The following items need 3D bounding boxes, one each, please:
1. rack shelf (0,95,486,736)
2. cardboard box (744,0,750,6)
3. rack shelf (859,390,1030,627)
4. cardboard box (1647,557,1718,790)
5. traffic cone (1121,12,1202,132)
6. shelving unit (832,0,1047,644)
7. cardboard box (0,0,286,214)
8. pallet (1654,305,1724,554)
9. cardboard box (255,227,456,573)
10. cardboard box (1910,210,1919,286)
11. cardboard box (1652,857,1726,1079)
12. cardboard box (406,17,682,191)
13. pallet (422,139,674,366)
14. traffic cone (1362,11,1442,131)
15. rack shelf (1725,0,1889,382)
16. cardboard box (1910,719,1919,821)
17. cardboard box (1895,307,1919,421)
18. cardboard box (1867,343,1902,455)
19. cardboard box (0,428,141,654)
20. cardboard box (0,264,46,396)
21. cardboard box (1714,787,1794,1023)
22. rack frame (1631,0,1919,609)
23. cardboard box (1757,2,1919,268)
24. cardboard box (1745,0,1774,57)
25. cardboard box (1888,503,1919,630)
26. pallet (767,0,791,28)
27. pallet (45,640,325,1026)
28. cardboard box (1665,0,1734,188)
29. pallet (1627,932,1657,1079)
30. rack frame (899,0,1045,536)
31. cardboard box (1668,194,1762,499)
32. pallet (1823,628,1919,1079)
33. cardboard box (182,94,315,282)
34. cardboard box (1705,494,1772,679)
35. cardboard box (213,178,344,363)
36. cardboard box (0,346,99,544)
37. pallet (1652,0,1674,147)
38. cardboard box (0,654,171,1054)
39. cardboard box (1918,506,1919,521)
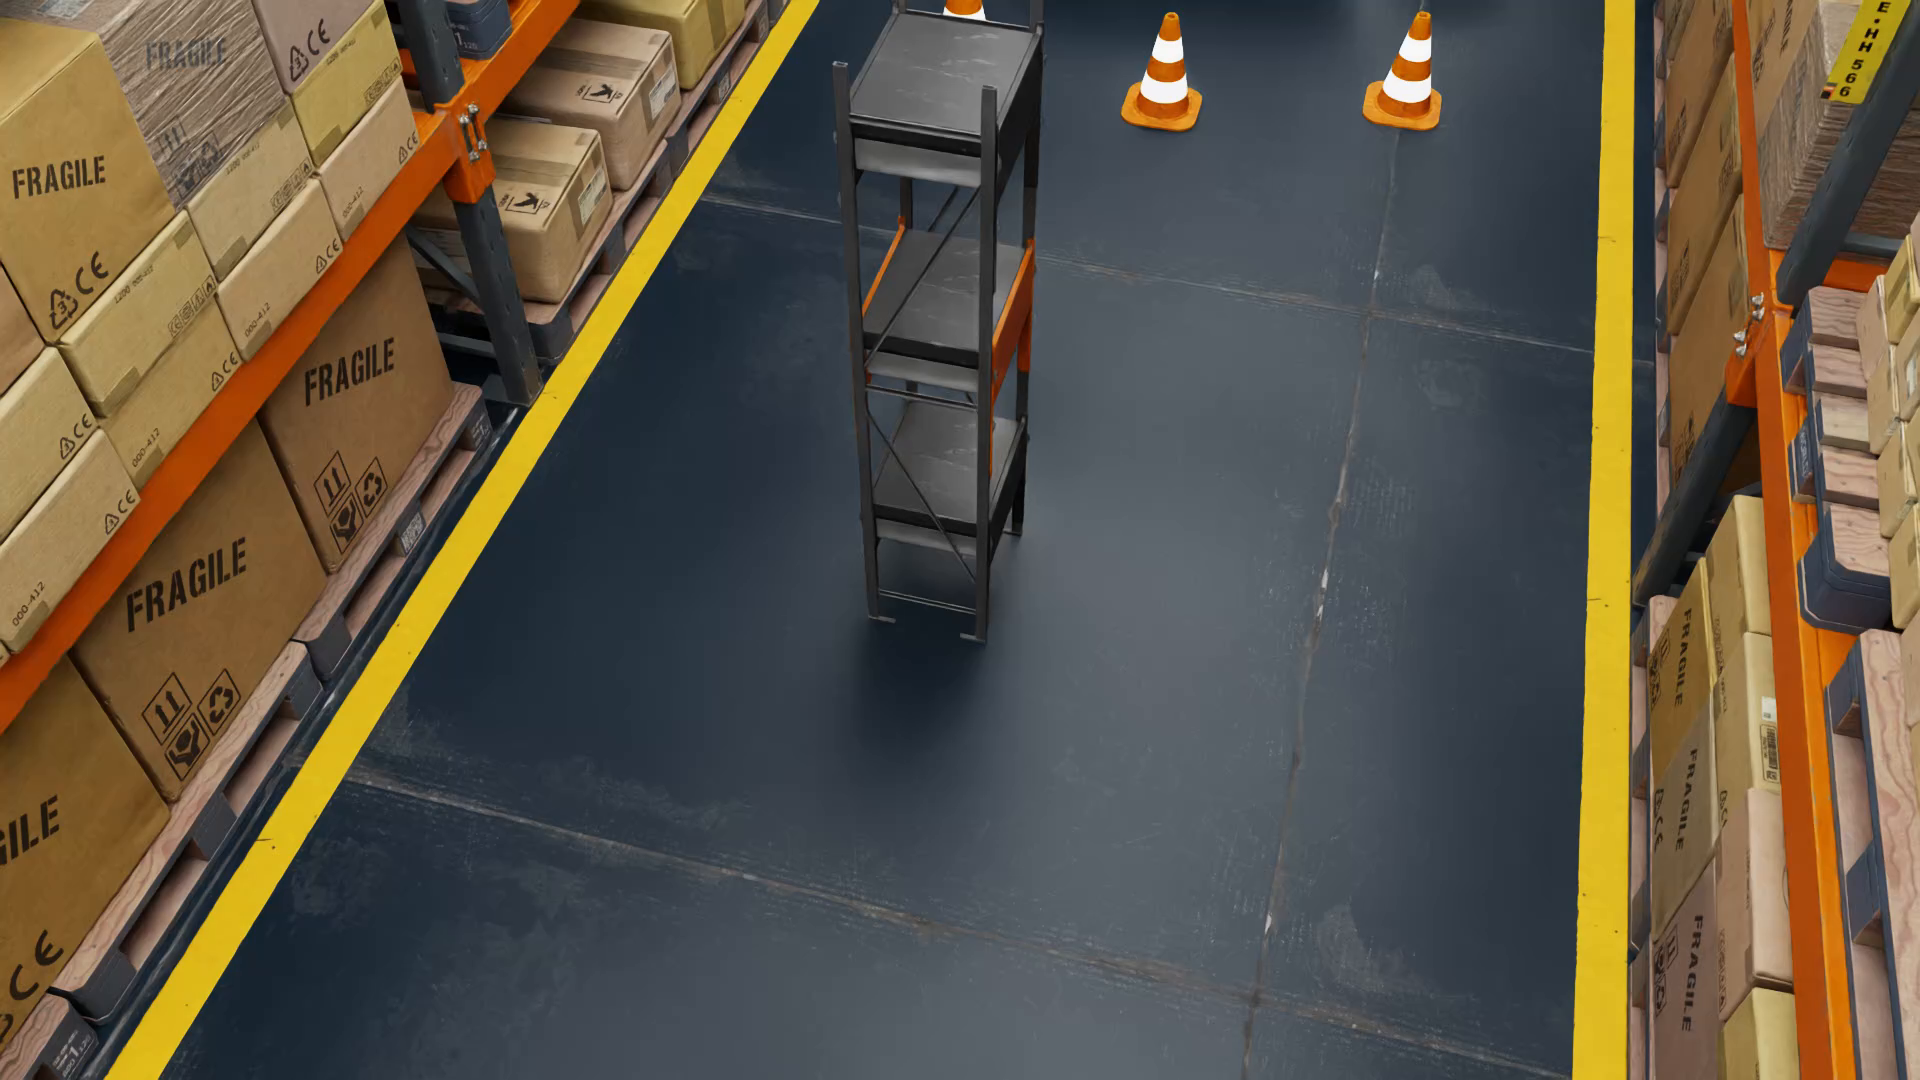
[{"bbox_3d":[-2.587,0.064,4.172,1.077,0.370,4.000,12,50,10],"label":"rack shelf"},{"bbox_3d":[-1.330,-2.882,7.766,0.950,0.372,0.625,14,50,12],"label":"cardboard box"},{"bbox_3d":[-0.044,-0.103,5.392,0.431,0.518,0.480,12,50,10],"label":"rack shelf"},{"bbox_3d":[2.309,0.433,4.754,0.500,0.500,0.500,10,49,8],"label":"cardboard box"},{"bbox_3d":[0.905,-2.094,7.289,0.336,0.463,0.334,12,50,10],"label":"traffic cone"},{"bbox_3d":[-0.044,-0.575,4.857,0.431,2.100,0.503,12,50,10],"label":"shelving unit"},{"bbox_3d":[-2.072,-1.186,4.062,0.500,0.500,0.500,12,50,11],"label":"cardboard box"},{"bbox_3d":[3.021,-0.349,5.917,1.003,0.211,1.213,12,50,10],"label":"pallet"},{"bbox_3d":[-2.323,-0.573,5.392,0.875,0.875,0.875,11,50,10],"label":"cardboard box"},{"bbox_3d":[2.432,-0.670,3.831,0.380,0.149,0.250,12,50,10],"label":"cardboard box"},{"bbox_3d":[2.049,1.170,4.104,0.500,0.500,0.500,10,49,9],"label":"cardboard box"},{"bbox_3d":[-1.716,-1.832,6.838,0.950,0.372,0.625,11,49,9],"label":"cardboard box"},{"bbox_3d":[-1.854,-1.262,6.723,1.003,0.211,1.213,12,50,10],"label":"pallet"},{"bbox_3d":[1.984,-2.098,7.293,0.336,0.463,0.334,12,50,10],"label":"traffic cone"},{"bbox_3d":[3.268,-1.925,5.928,1.077,0.370,4.000,12,50,10],"label":"rack shelf"},{"bbox_3d":[2.082,0.471,3.221,0.380,0.149,0.250,12,50,11],"label":"cardboard box"},{"bbox_3d":[2.351,-0.364,3.760,0.380,0.149,0.250,14,50,12],"label":"cardboard box"},{"bbox_3d":[2.358,-0.294,3.897,0.380,0.149,0.250,14,50,12],"label":"cardboard box"},{"bbox_3d":[-2.318,-0.045,3.889,0.500,0.250,0.500,11,49,9],"label":"cardboard box"},{"bbox_3d":[-2.349,-0.463,3.425,0.500,0.500,0.500,11,49,9],"label":"cardboard box"},{"bbox_3d":[2.050,0.897,3.845,0.500,0.250,0.500,12,50,10],"label":"cardboard box"},{"bbox_3d":[2.741,-0.716,4.382,1.000,3.000,0.127,12,50,10],"label":"rack frame"},{"bbox_3d":[2.601,-1.128,4.679,0.500,0.500,0.500,12,50,10],"label":"cardboard box"},{"bbox_3d":[2.865,-1.850,5.316,0.500,0.500,0.500,11,49,9],"label":"cardboard box"},{"bbox_3d":[2.218,0.096,3.552,0.380,0.149,0.250,14,50,12],"label":"cardboard box"},{"bbox_3d":[-1.212,-3.027,8.281,1.003,0.211,1.213,12,50,10],"label":"pallet"},{"bbox_3d":[-2.664,0.738,4.958,1.003,0.211,1.213,12,50,10],"label":"pallet"},{"bbox_3d":[3.460,-1.841,6.594,1.050,0.750,0.750,12,50,10],"label":"cardboard box"},{"bbox_3d":[2.211,1.651,4.152,1.003,0.211,1.213,12,50,10],"label":"pallet"},{"bbox_3d":[0.021,-0.752,5.013,0.400,2.100,0.015,12,50,10],"label":"rack frame"},{"bbox_3d":[2.988,-0.534,5.441,1.050,0.750,0.750,11,49,10],"label":"cardboard box"},{"bbox_3d":[2.260,0.787,3.183,1.003,0.211,1.213,12,50,10],"label":"pallet"},{"bbox_3d":[-2.075,-0.964,4.367,0.500,0.250,0.500,10,49,9],"label":"cardboard box"},{"bbox_3d":[2.326,0.175,4.482,0.500,0.250,0.500,10,49,8],"label":"cardboard box"},{"bbox_3d":[-2.063,-0.781,4.539,0.500,0.250,0.500,12,50,11],"label":"cardboard box"},{"bbox_3d":[-2.326,-0.214,3.705,0.500,0.250,0.500,10,49,9],"label":"cardboard box"},{"bbox_3d":[3.664,-2.114,7.475,1.003,0.211,1.213,12,50,10],"label":"pallet"},{"bbox_3d":[-2.797,0.718,4.253,0.875,0.875,0.875,13,50,11],"label":"cardboard box"},{"bbox_3d":[2.218,0.012,3.428,0.380,0.149,0.250,12,50,10],"label":"cardboard box"}]
